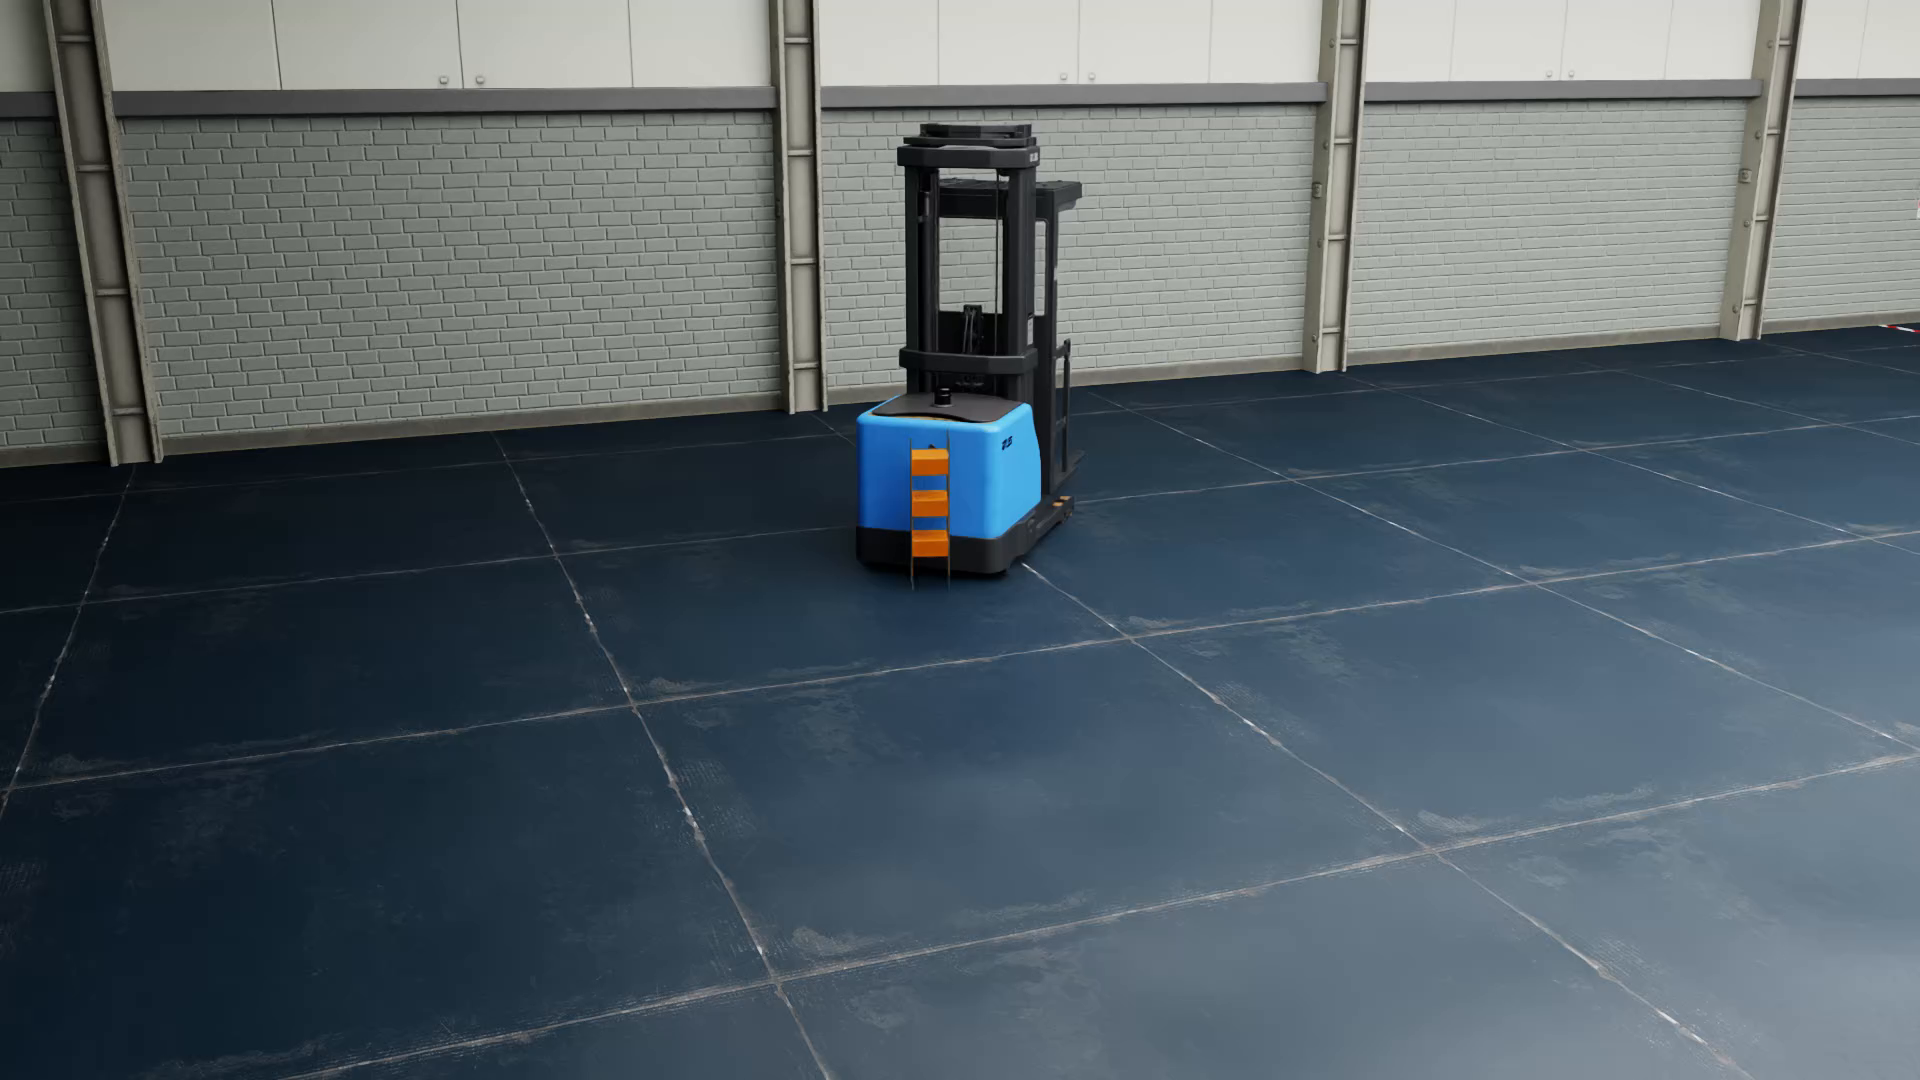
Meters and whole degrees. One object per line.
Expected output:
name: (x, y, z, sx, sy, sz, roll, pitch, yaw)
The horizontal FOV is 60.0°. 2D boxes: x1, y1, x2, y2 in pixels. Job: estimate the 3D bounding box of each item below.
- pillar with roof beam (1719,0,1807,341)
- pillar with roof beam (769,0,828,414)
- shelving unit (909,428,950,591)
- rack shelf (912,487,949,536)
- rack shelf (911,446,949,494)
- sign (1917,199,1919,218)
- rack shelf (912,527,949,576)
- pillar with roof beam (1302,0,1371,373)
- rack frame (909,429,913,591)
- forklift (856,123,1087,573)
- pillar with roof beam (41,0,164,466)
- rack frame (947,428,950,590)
pillar with roof beam: (11.203, -5.689, 15.501, 0.400, 9.000, 9.100, -6, 17, -20)
pillar with roof beam: (-0.003, -4.480, 11.381, 0.400, 9.000, 9.100, -6, 17, -20)
shelving unit: (-0.199, -0.196, 10.874, 0.252, 1.050, 0.215, -1, 21, -4)
rack shelf: (-0.199, -0.186, 10.878, 0.240, 0.259, 0.215, -1, 21, -4)
rack shelf: (-0.198, -0.451, 10.777, 0.240, 0.259, 0.215, -1, 21, -4)
sign: (12.391, -4.298, 21.347, 0.234, 0.329, 0.001, -6, 17, -20)
rack shelf: (-0.200, 0.074, 10.976, 0.240, 0.259, 0.215, -1, 21, -4)
pillar with roof beam: (5.600, -5.084, 13.441, 0.400, 9.000, 9.100, -6, 17, -20)
rack frame: (-0.320, -0.193, 10.866, 0.008, 1.050, 0.200, -1, 21, -4)
forklift: (0.242, -1.557, 12.199, 1.130, 2.935, 3.031, 5, 17, 18)
pillar with roof beam: (-5.605, -3.875, 9.322, 0.400, 9.000, 9.100, -6, 17, -20)
rack frame: (-0.077, -0.198, 10.881, 0.008, 1.050, 0.200, -1, 21, -4)
